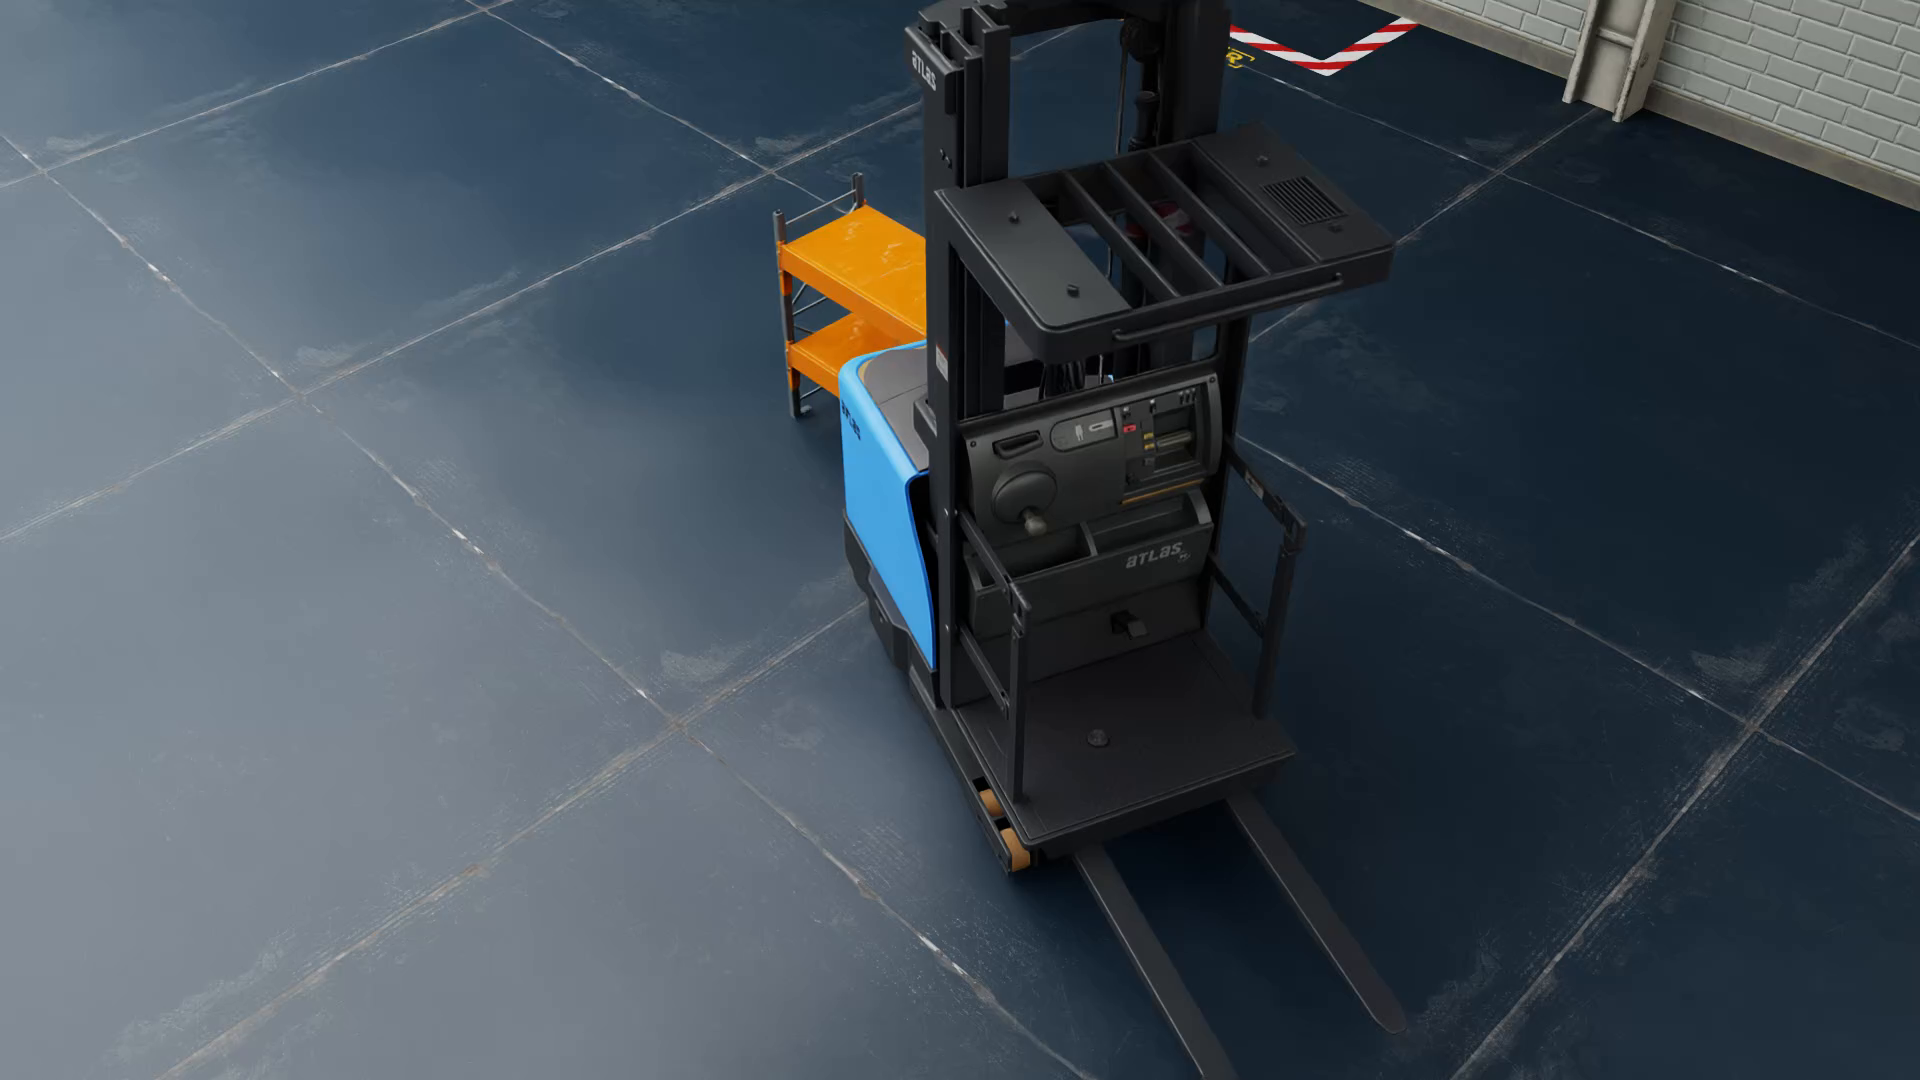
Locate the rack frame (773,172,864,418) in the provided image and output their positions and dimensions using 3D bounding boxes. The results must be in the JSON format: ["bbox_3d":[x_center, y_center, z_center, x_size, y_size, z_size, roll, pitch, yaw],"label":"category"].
[{"bbox_3d":[-0.627,-1.124,7.755,0.500,1.125,0.032,-33,52,-31],"label":"rack frame"}]

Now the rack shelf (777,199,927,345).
[{"bbox_3d":[-0.274,-1.091,7.288,0.538,0.278,1.000,-33,52,-31],"label":"rack shelf"}]

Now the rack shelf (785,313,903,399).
[{"bbox_3d":[-0.274,-0.696,7.652,0.538,0.278,1.000,-33,52,-31],"label":"rack shelf"}]

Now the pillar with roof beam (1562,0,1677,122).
[{"bbox_3d":[0.935,-3.948,5.009,9.100,9.000,0.400,-34,53,-31],"label":"pillar with roof beam"}]

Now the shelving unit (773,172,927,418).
[{"bbox_3d":[-0.274,-0.876,7.486,0.538,1.125,1.048,-33,52,-31],"label":"shelving unit"}]

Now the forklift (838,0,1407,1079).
[{"bbox_3d":[0.543,-0.203,5.427,1.130,2.935,3.031,-16,45,-17],"label":"forklift"}]
